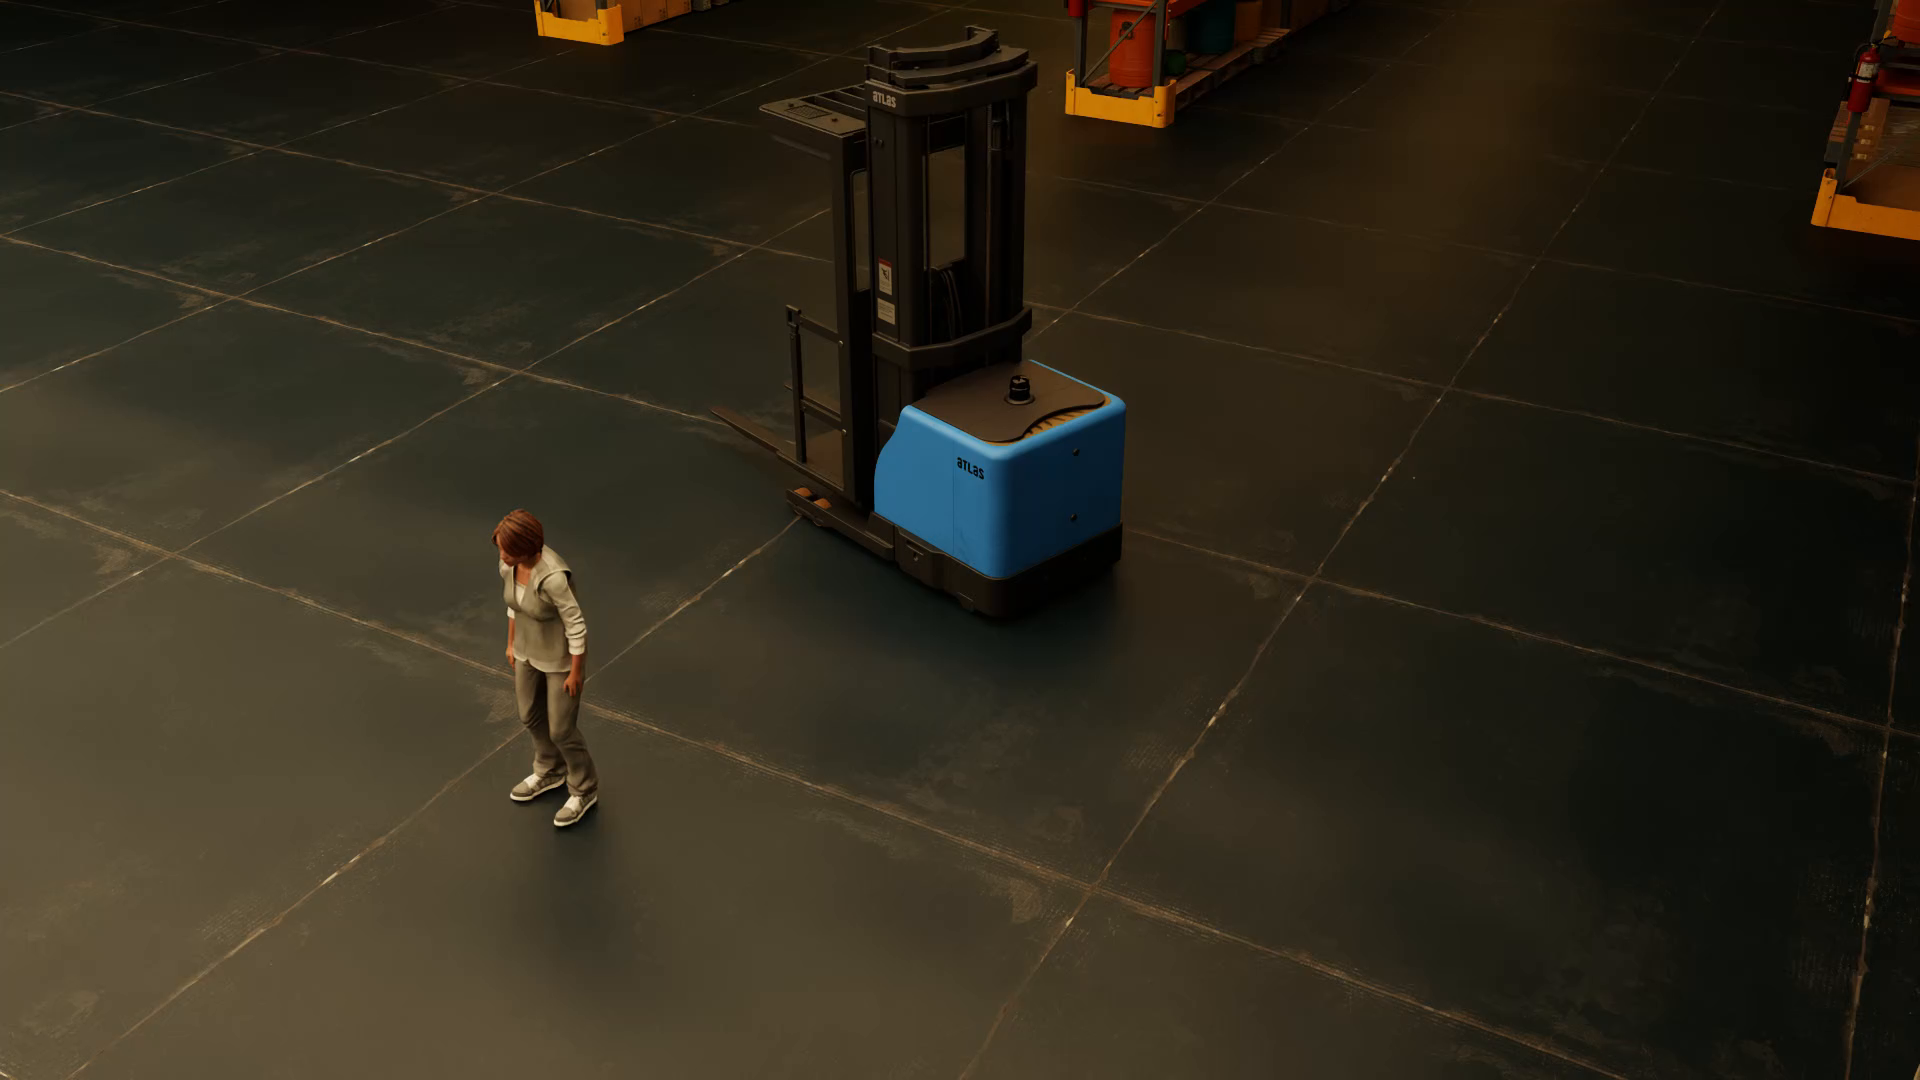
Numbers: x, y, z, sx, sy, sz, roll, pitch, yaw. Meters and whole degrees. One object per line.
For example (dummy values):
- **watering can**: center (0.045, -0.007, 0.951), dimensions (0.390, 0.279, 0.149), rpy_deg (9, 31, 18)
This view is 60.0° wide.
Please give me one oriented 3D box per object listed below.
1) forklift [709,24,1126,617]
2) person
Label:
- **forklift**: center (-0.417, -1.503, 9.675), dimensions (1.130, 2.935, 3.031), rpy_deg (-24, 38, -35)
- **person**: center (-1.859, 0.545, 7.468), dimensions (0.470, 1.590, 0.348), rpy_deg (20, 36, 31)
